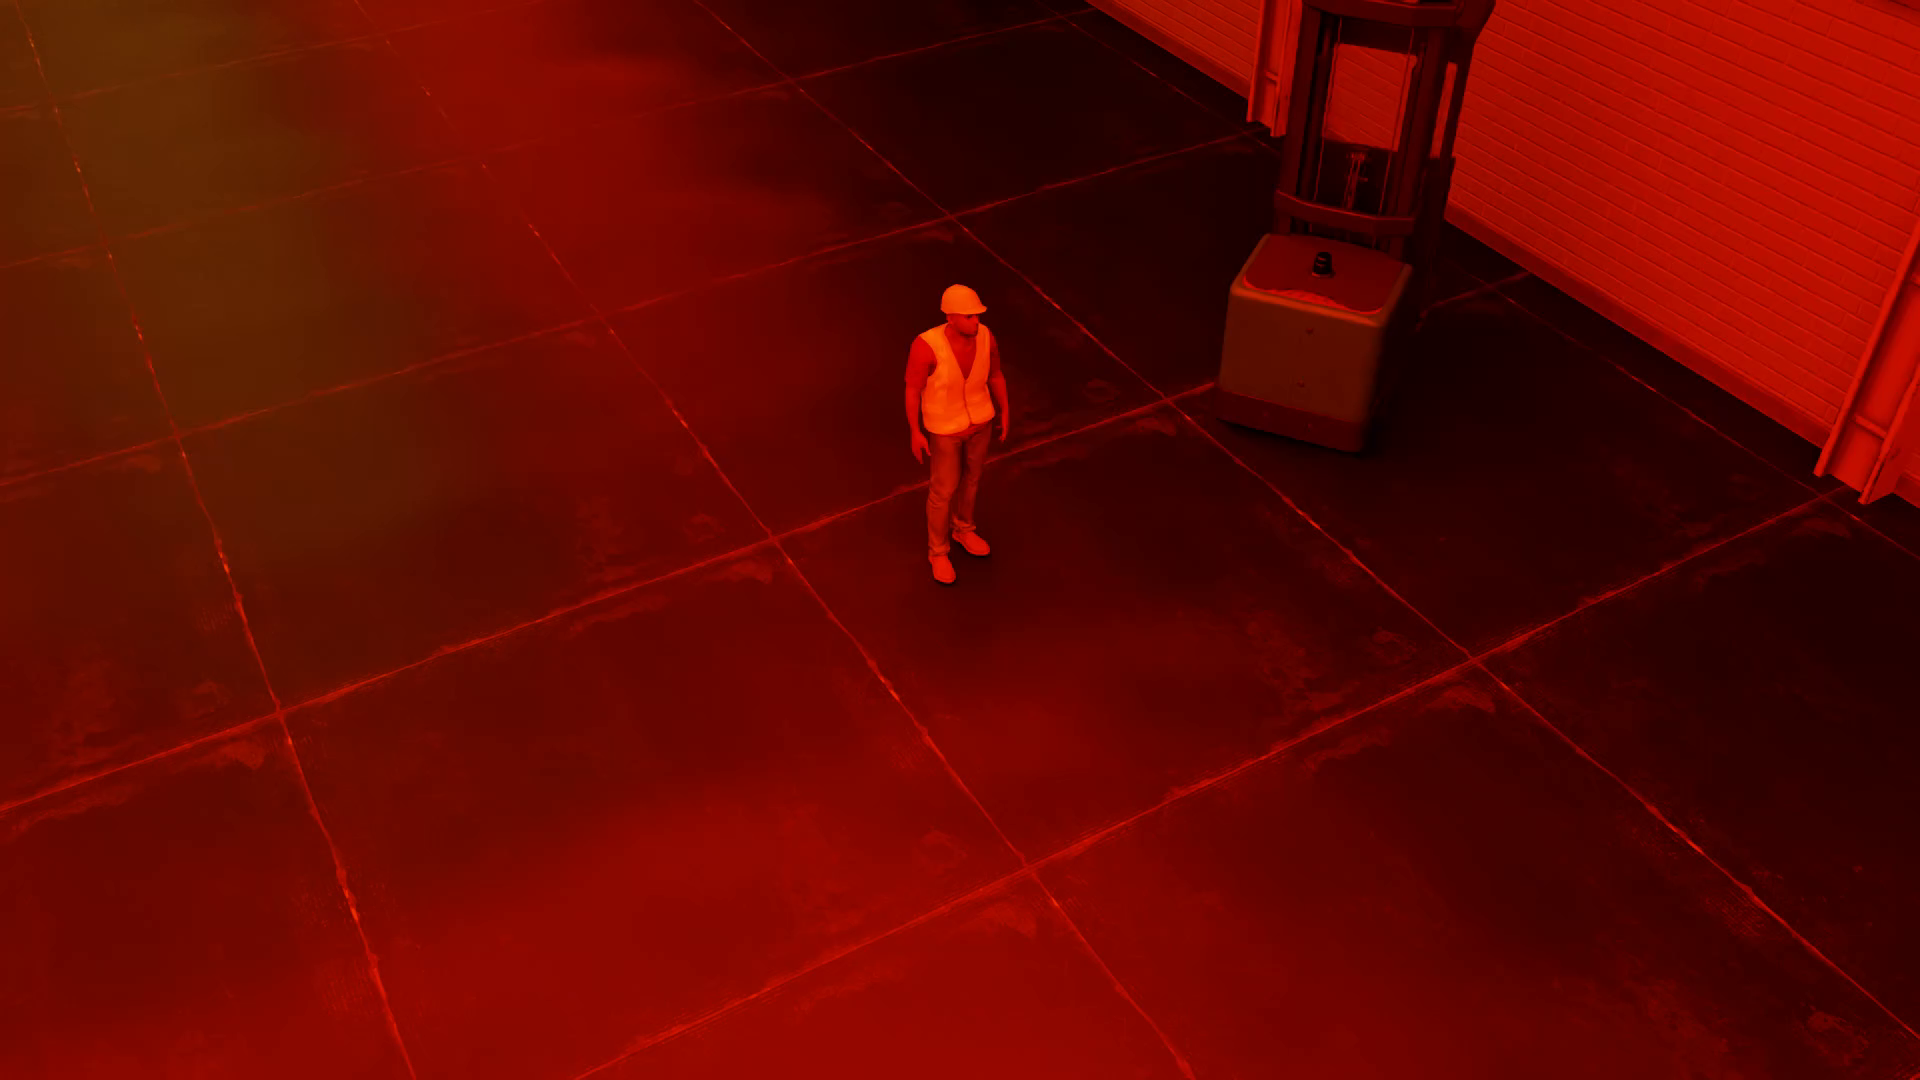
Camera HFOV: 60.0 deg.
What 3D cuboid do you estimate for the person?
[{"bbox_3d":[0.029,-0.645,9.715,0.665,1.765,0.577,-20,44,-23],"label":"person"}]

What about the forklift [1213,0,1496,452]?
[{"bbox_3d":[2.791,-2.642,11.221,1.130,2.935,3.031,16,42,19],"label":"forklift"}]
